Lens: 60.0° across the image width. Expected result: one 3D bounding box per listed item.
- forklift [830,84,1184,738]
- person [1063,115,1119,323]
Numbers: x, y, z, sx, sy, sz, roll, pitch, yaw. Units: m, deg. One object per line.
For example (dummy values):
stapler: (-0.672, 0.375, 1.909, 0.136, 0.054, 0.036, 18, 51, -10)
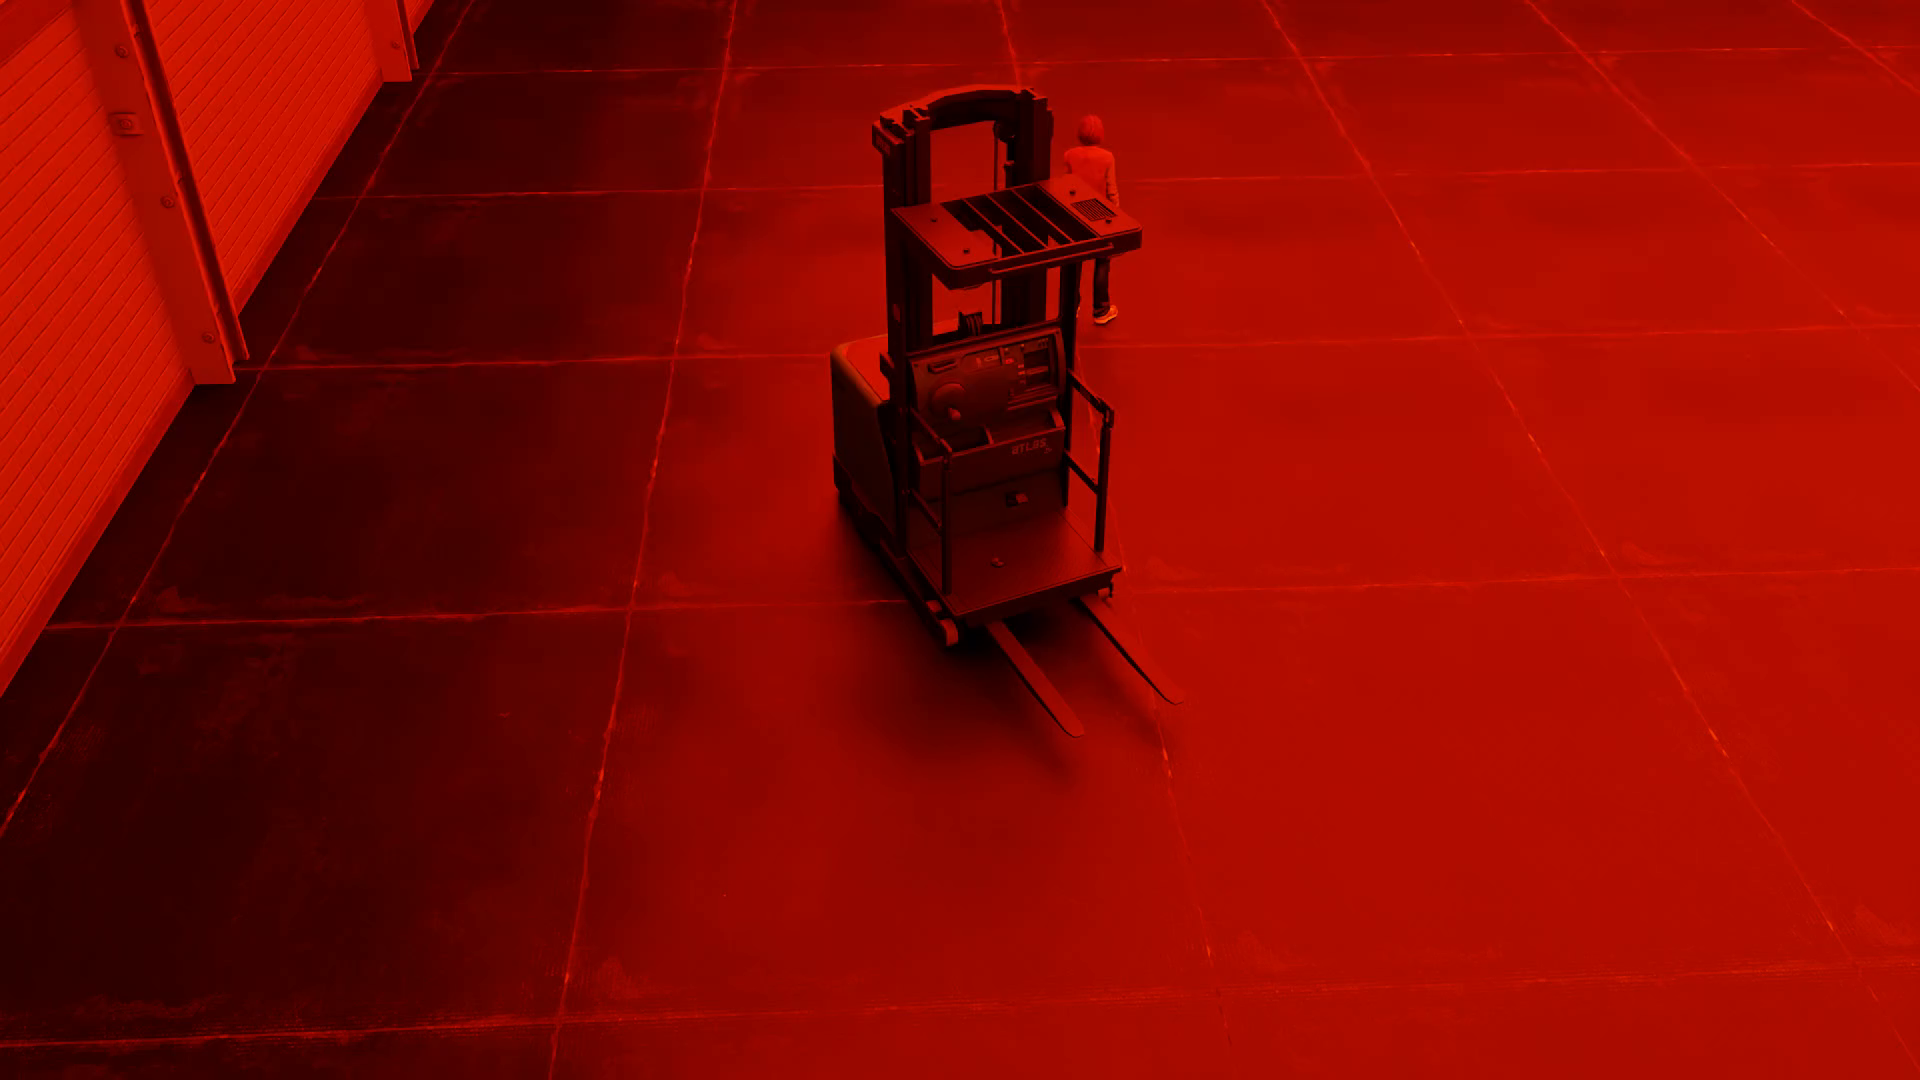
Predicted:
forklift: (0.258, -0.860, 9.192, 1.130, 2.935, 3.031, -15, 39, -20)
person: (0.958, -2.373, 12.407, 0.485, 1.593, 0.344, 10, 37, 13)
